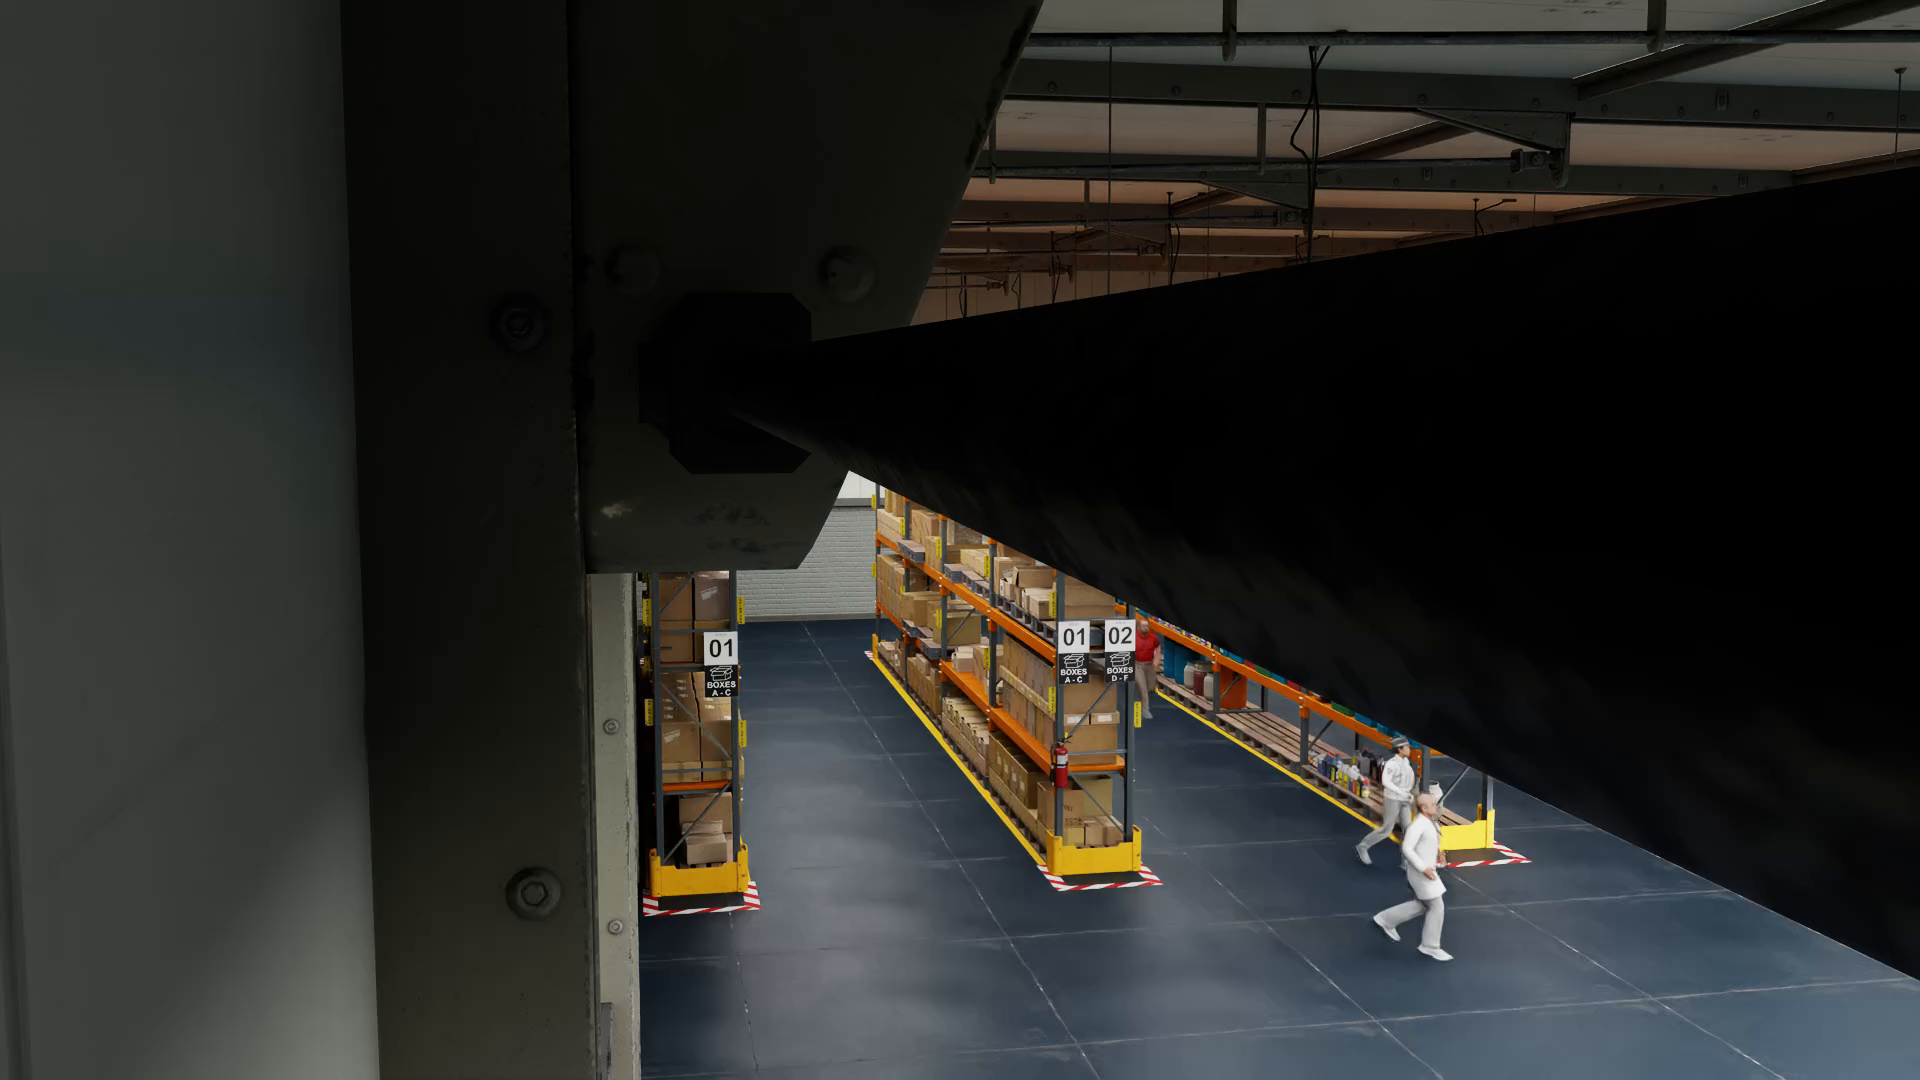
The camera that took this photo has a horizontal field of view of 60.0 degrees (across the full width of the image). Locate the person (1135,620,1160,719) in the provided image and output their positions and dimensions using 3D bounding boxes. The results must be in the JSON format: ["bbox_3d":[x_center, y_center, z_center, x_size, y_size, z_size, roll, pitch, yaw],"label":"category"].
[{"bbox_3d":[3.181,2.225,29.072,0.684,1.705,0.665,-1,6,-11],"label":"person"}]

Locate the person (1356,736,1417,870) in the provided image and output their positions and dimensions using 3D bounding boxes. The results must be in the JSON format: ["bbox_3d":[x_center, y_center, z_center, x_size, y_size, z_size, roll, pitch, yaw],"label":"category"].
[{"bbox_3d":[5.565,3.321,21.161,0.849,1.671,0.675,5,8,42],"label":"person"}]

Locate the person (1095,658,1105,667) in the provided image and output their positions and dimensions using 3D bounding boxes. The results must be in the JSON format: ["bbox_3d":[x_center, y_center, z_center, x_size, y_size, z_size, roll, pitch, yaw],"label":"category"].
[{"bbox_3d":[2.559,2.312,28.337,0.541,1.749,0.742,-1,6,-14],"label":"person"}]

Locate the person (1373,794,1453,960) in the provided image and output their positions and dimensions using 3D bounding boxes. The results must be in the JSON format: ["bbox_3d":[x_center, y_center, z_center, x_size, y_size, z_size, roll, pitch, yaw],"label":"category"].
[{"bbox_3d":[4.920,3.616,17.991,0.853,1.806,0.731,2,6,22],"label":"person"}]
